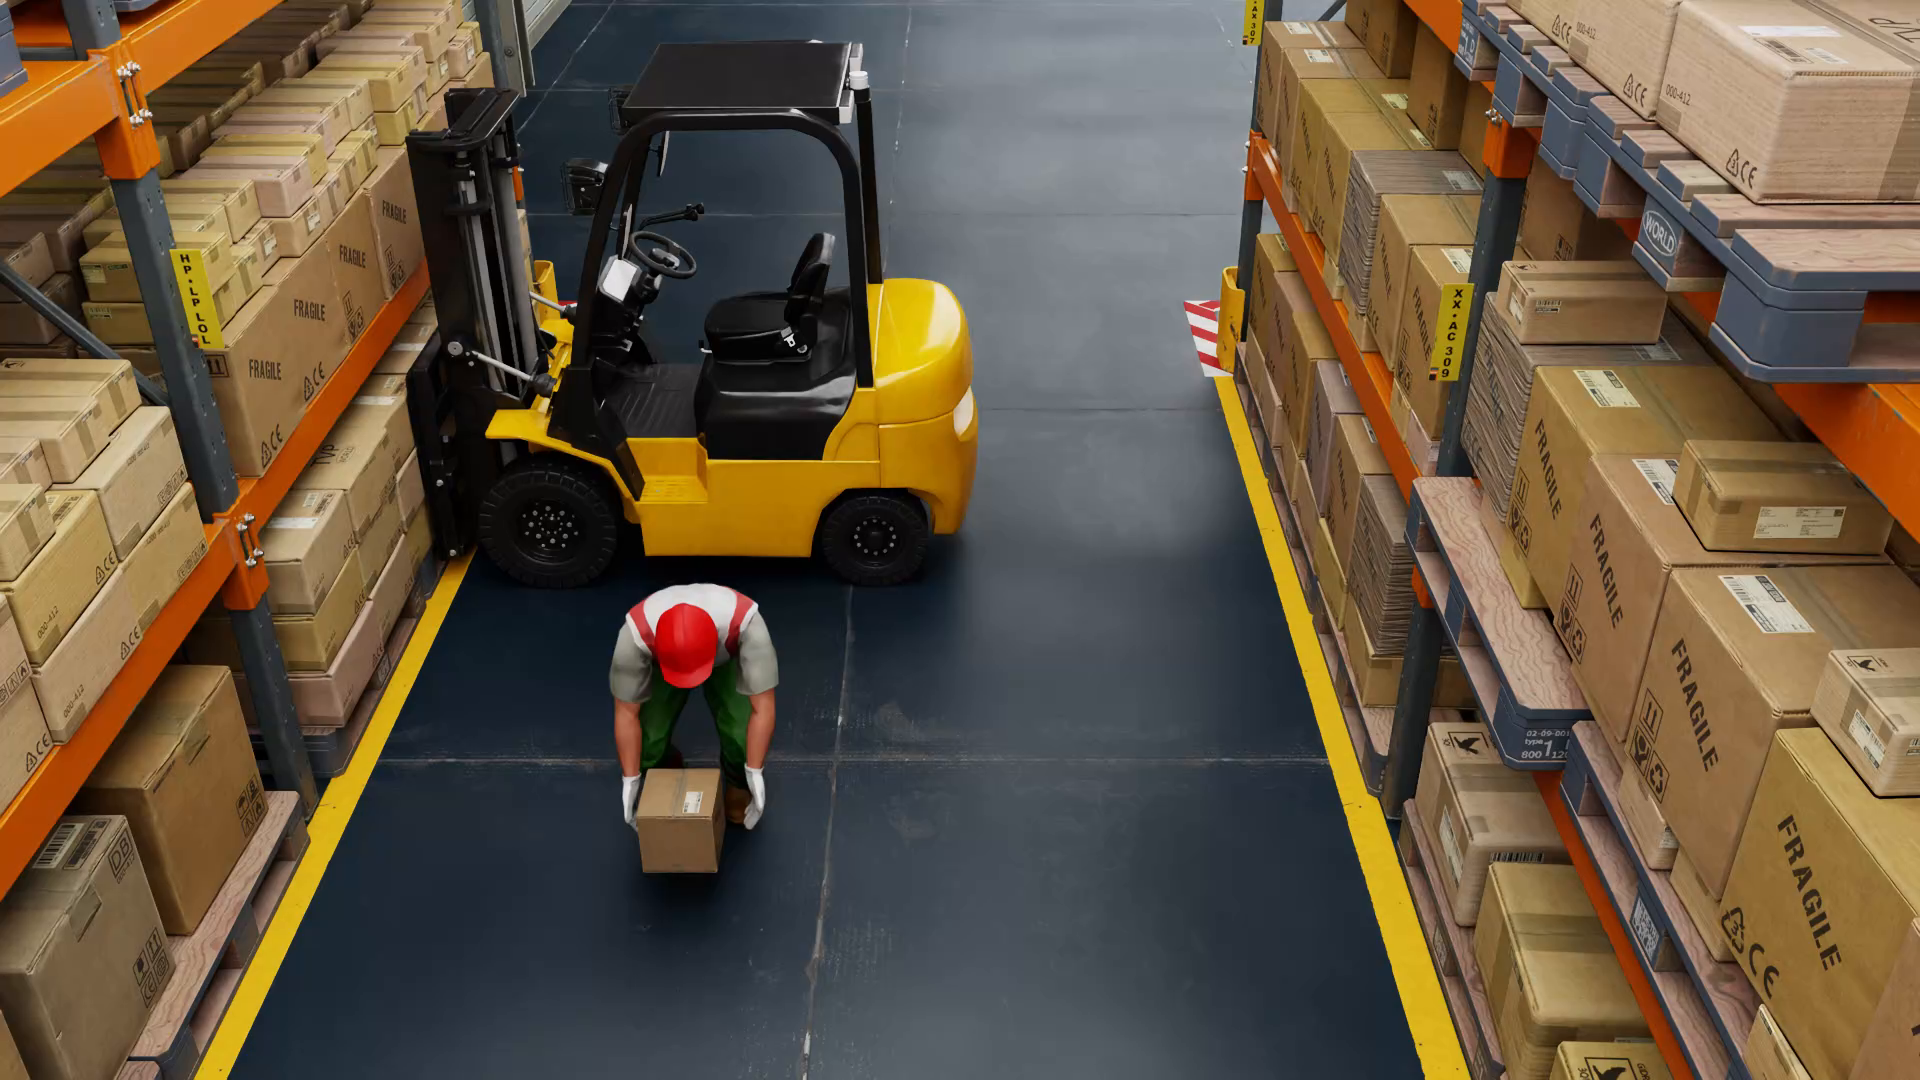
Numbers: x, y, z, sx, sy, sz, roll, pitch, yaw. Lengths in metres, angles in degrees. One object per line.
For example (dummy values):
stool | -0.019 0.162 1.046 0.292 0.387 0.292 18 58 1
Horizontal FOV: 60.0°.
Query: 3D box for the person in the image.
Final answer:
person | -0.908 0.545 5.844 0.583 1.136 0.854 0 31 0
